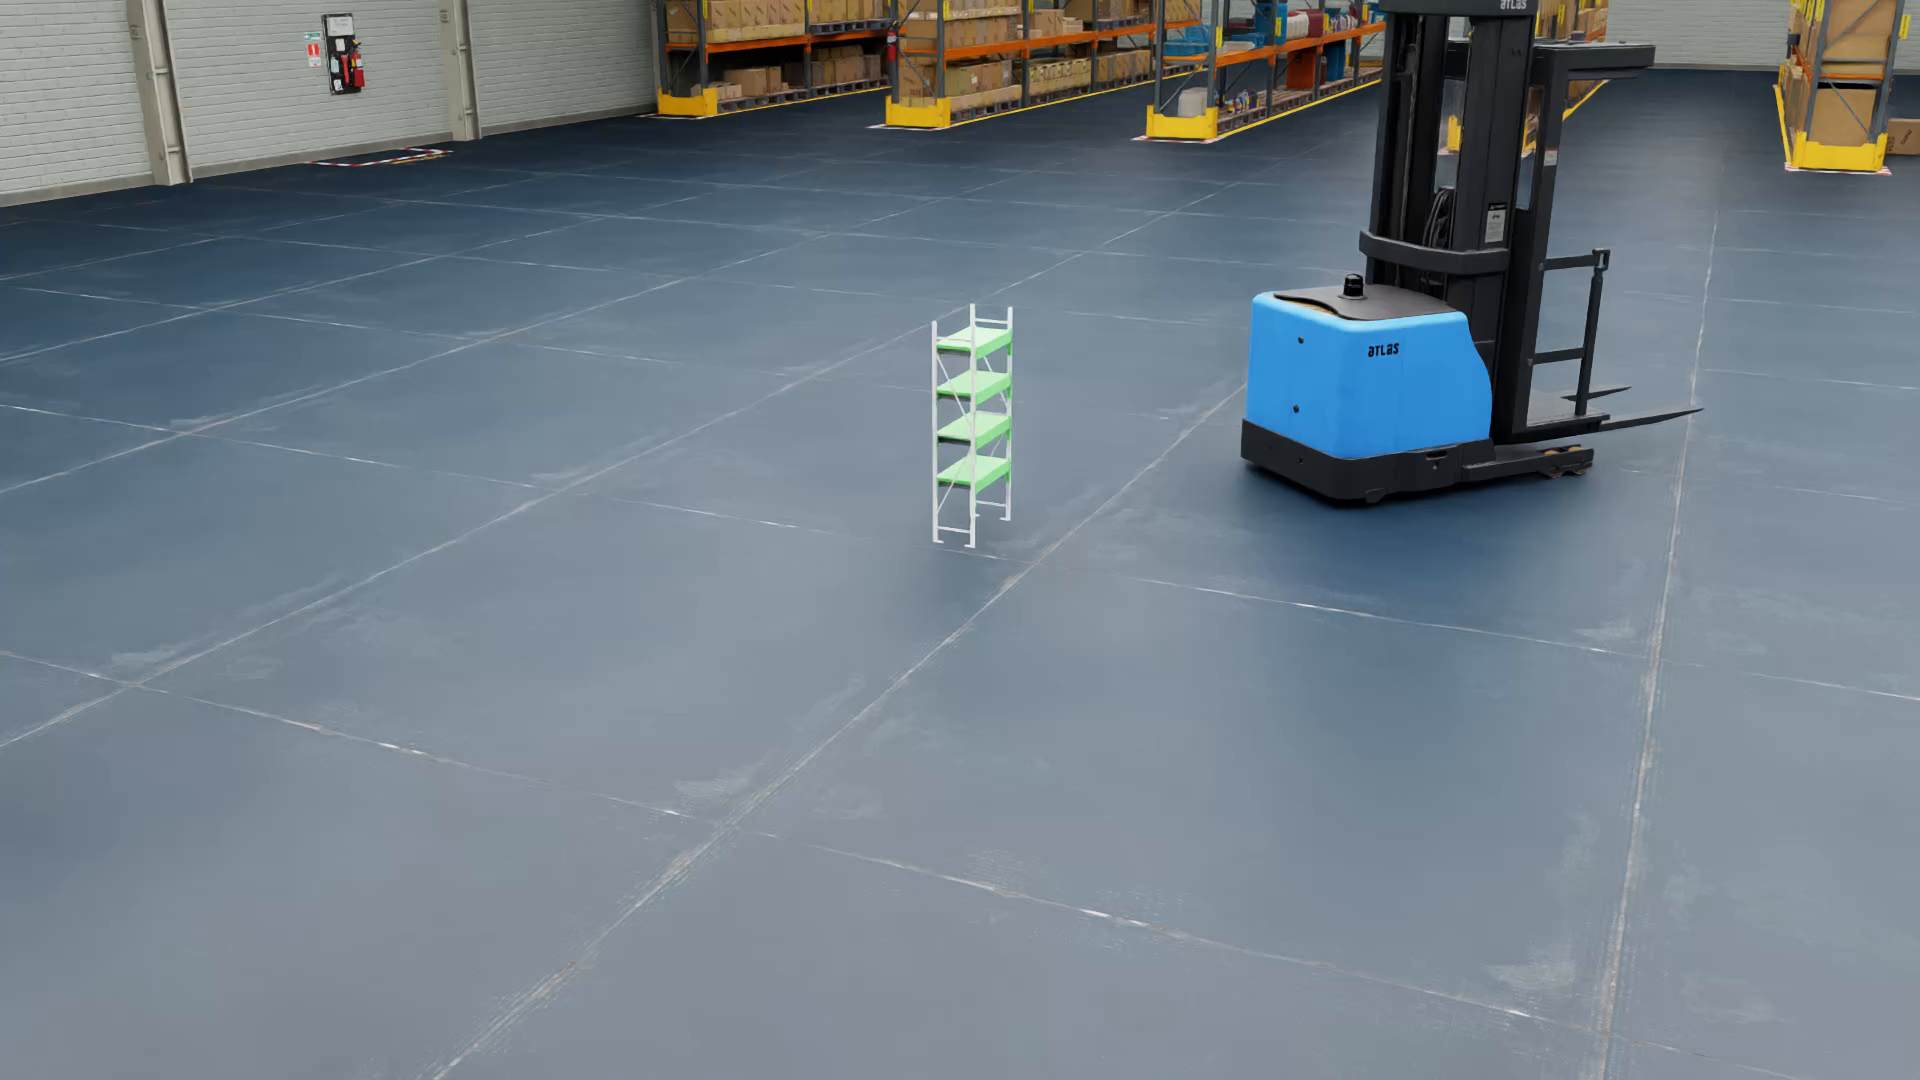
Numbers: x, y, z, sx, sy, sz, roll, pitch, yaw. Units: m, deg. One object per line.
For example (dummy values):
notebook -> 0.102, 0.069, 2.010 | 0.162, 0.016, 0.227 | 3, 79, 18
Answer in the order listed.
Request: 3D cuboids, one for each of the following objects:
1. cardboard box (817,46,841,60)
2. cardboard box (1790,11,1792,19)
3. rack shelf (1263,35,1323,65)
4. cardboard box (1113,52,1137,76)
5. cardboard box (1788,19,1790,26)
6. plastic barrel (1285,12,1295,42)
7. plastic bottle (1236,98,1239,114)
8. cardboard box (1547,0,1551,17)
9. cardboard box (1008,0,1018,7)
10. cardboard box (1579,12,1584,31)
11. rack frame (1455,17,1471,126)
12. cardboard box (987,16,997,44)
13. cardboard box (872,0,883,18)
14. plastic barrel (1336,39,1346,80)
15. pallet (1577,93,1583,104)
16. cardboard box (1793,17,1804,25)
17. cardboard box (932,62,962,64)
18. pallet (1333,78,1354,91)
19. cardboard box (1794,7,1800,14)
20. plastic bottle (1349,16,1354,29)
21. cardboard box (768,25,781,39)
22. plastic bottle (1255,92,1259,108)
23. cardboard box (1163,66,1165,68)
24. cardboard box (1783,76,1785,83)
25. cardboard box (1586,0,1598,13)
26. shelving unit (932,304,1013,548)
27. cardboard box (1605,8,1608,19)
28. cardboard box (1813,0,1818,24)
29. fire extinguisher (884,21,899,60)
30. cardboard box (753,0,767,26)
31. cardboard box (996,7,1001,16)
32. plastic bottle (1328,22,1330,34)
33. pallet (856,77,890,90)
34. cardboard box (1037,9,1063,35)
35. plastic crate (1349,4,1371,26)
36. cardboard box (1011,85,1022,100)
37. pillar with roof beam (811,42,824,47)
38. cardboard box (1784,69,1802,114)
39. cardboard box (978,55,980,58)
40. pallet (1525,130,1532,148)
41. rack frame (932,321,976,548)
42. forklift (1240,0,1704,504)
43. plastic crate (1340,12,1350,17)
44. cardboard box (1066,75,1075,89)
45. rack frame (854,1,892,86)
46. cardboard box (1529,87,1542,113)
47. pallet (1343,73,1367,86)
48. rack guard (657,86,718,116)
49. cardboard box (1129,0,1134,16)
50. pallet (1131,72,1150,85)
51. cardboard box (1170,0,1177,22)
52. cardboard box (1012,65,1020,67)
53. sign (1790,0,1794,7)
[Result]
cardboard box -> -2.960, -10.726, 36.606 | 0.500, 0.250, 0.500 | 8, 21, 21
cardboard box -> 16.998, -10.599, 33.599 | 0.380, 0.149, 0.250 | 8, 21, 22
rack shelf -> 6.224, -9.734, 32.936 | 1.077, 0.370, 4.000 | 9, 21, 23
cardboard box -> 3.807, -11.124, 38.845 | 0.500, 0.500, 0.500 | 9, 21, 23
cardboard box -> 17.103, -10.538, 33.872 | 0.380, 0.149, 0.250 | 7, 21, 20
plastic barrel -> 6.298, -10.012, 32.442 | 0.433, 0.535, 0.433 | 0, 20, 0
plastic bottle -> 4.934, -7.777, 29.774 | 0.097, 0.271, 0.097 | 0, 20, 0
cardboard box -> 9.374, -8.807, 27.170 | 0.500, 0.500, 0.500 | 9, 21, 23
cardboard box -> 0.712, -10.664, 32.393 | 0.700, 0.500, 0.500 | 9, 21, 23
cardboard box -> 12.218, -10.321, 33.364 | 0.500, 0.500, 0.500 | 8, 21, 21
rack frame -> 8.286, -7.559, 25.747 | 1.000, 3.000, 0.127 | 9, 21, 23
cardboard box -> 0.293, -9.738, 31.725 | 0.700, 0.500, 0.500 | 9, 21, 24
cardboard box -> -2.178, -12.153, 37.859 | 0.700, 0.500, 0.500 | 6, 20, 16
plastic barrel -> 8.443, -10.952, 37.793 | 0.600, 0.901, 0.708 | 9, 21, 23
pallet -> 12.455, -9.293, 34.785 | 1.003, 0.211, 1.213 | 9, 21, 23
cardboard box -> 15.833, -9.726, 31.145 | 0.380, 0.149, 0.250 | 9, 21, 24
cardboard box -> -0.200, -8.840, 31.707 | 0.500, 0.500, 0.500 | 9, 21, 23
pallet -> 8.327, -10.363, 37.793 | 1.003, 0.211, 1.213 | 9, 21, 23
cardboard box -> 16.040, -10.022, 31.534 | 0.380, 0.149, 0.250 | 9, 22, 24
plastic bottle -> 8.815, -11.684, 37.530 | 0.152, 0.276, 0.135 | 9, 21, 23
cardboard box -> -3.954, -10.266, 33.553 | 0.500, 0.250, 0.500 | 8, 21, 22
plastic bottle -> 5.509, -8.197, 30.937 | 0.061, 0.283, 0.133 | 10, 22, 25
cardboard box -> 4.878, -11.825, 41.313 | 0.380, 0.166, 0.250 | 9, 21, 23
cardboard box -> 18.283, -10.091, 36.494 | 0.380, 0.149, 0.250 | 7, 21, 20
cardboard box -> 13.629, -11.761, 36.225 | 0.500, 0.500, 0.500 | 9, 21, 23
shelving unit -> 0.068, -0.616, 8.910 | 0.258, 1.200, 0.503 | 9, 21, 23
cardboard box -> 14.882, -12.335, 38.957 | 0.500, 0.250, 0.500 | 8, 21, 22
cardboard box -> 14.225, -8.542, 26.675 | 0.875, 0.550, 0.550 | 9, 21, 23
fire extinguisher -> -1.222, -8.911, 29.663 | 0.296, 0.674, 0.183 | 9, 21, 23
cardboard box -> -4.172, -10.461, 32.982 | 0.500, 0.500, 0.500 | 9, 22, 24
cardboard box -> 0.554, -10.072, 31.695 | 0.380, 0.149, 0.250 | 8, 21, 22
plastic bottle -> 7.801, -10.893, 35.297 | 0.061, 0.283, 0.133 | 9, 21, 23
pallet -> -2.316, -10.491, 38.153 | 1.003, 0.211, 1.213 | 9, 21, 23
cardboard box -> 1.854, -10.897, 34.984 | 0.500, 0.500, 0.500 | 7, 21, 20
plastic crate -> 9.276, -12.204, 38.623 | 0.402, 0.464, 0.583 | 9, 21, 23
cardboard box -> 0.897, -8.873, 32.918 | 0.500, 0.250, 0.500 | 9, 21, 23
pillar with roof beam -> 0.611, -14.001, 34.907 | 9.100, 9.000, 0.400 | 9, 21, 23
cardboard box -> 15.359, -7.989, 29.688 | 1.050, 0.750, 0.750 | 9, 21, 24
cardboard box -> 0.252, -12.654, 43.178 | 0.700, 0.500, 0.500 | 8, 21, 22
pallet -> 8.682, -6.512, 26.964 | 1.003, 0.211, 1.213 | 9, 21, 23
rack frame -> -0.032, -0.541, 8.700 | 0.240, 1.200, 0.015 | 9, 21, 23
forklift -> 3.279, -1.903, 9.947 | 3.031, 2.935, 1.130 | -9, 21, -24
plastic crate -> 9.256, -12.555, 39.954 | 0.416, 0.233, 0.300 | 9, 21, 23
cardboard box -> 2.116, -9.762, 35.418 | 0.500, 0.250, 0.500 | 9, 22, 24
rack frame -> -1.995, -12.044, 38.357 | 1.000, 3.000, 0.127 | 9, 21, 23
cardboard box -> 10.195, -7.996, 30.050 | 0.700, 0.500, 0.500 | 7, 21, 19
pallet -> 8.947, -10.823, 39.087 | 1.003, 0.211, 1.213 | 9, 21, 23
rack guard -> -5.240, -8.443, 31.965 | 1.175, 0.500, 0.348 | 9, 21, 23
cardboard box -> 3.766, -12.719, 39.479 | 0.700, 0.500, 0.500 | 2, 20, 4
pallet -> 3.865, -11.020, 39.641 | 1.003, 0.211, 1.213 | 9, 21, 23
cardboard box -> 5.035, -13.063, 41.074 | 0.500, 0.500, 0.500 | 8, 21, 22
cardboard box -> 0.999, -9.632, 34.216 | 0.500, 0.311, 0.500 | 9, 22, 24
sign -> 18.826, -12.221, 37.564 | 0.100, 0.325, 0.005 | 9, 21, 23
